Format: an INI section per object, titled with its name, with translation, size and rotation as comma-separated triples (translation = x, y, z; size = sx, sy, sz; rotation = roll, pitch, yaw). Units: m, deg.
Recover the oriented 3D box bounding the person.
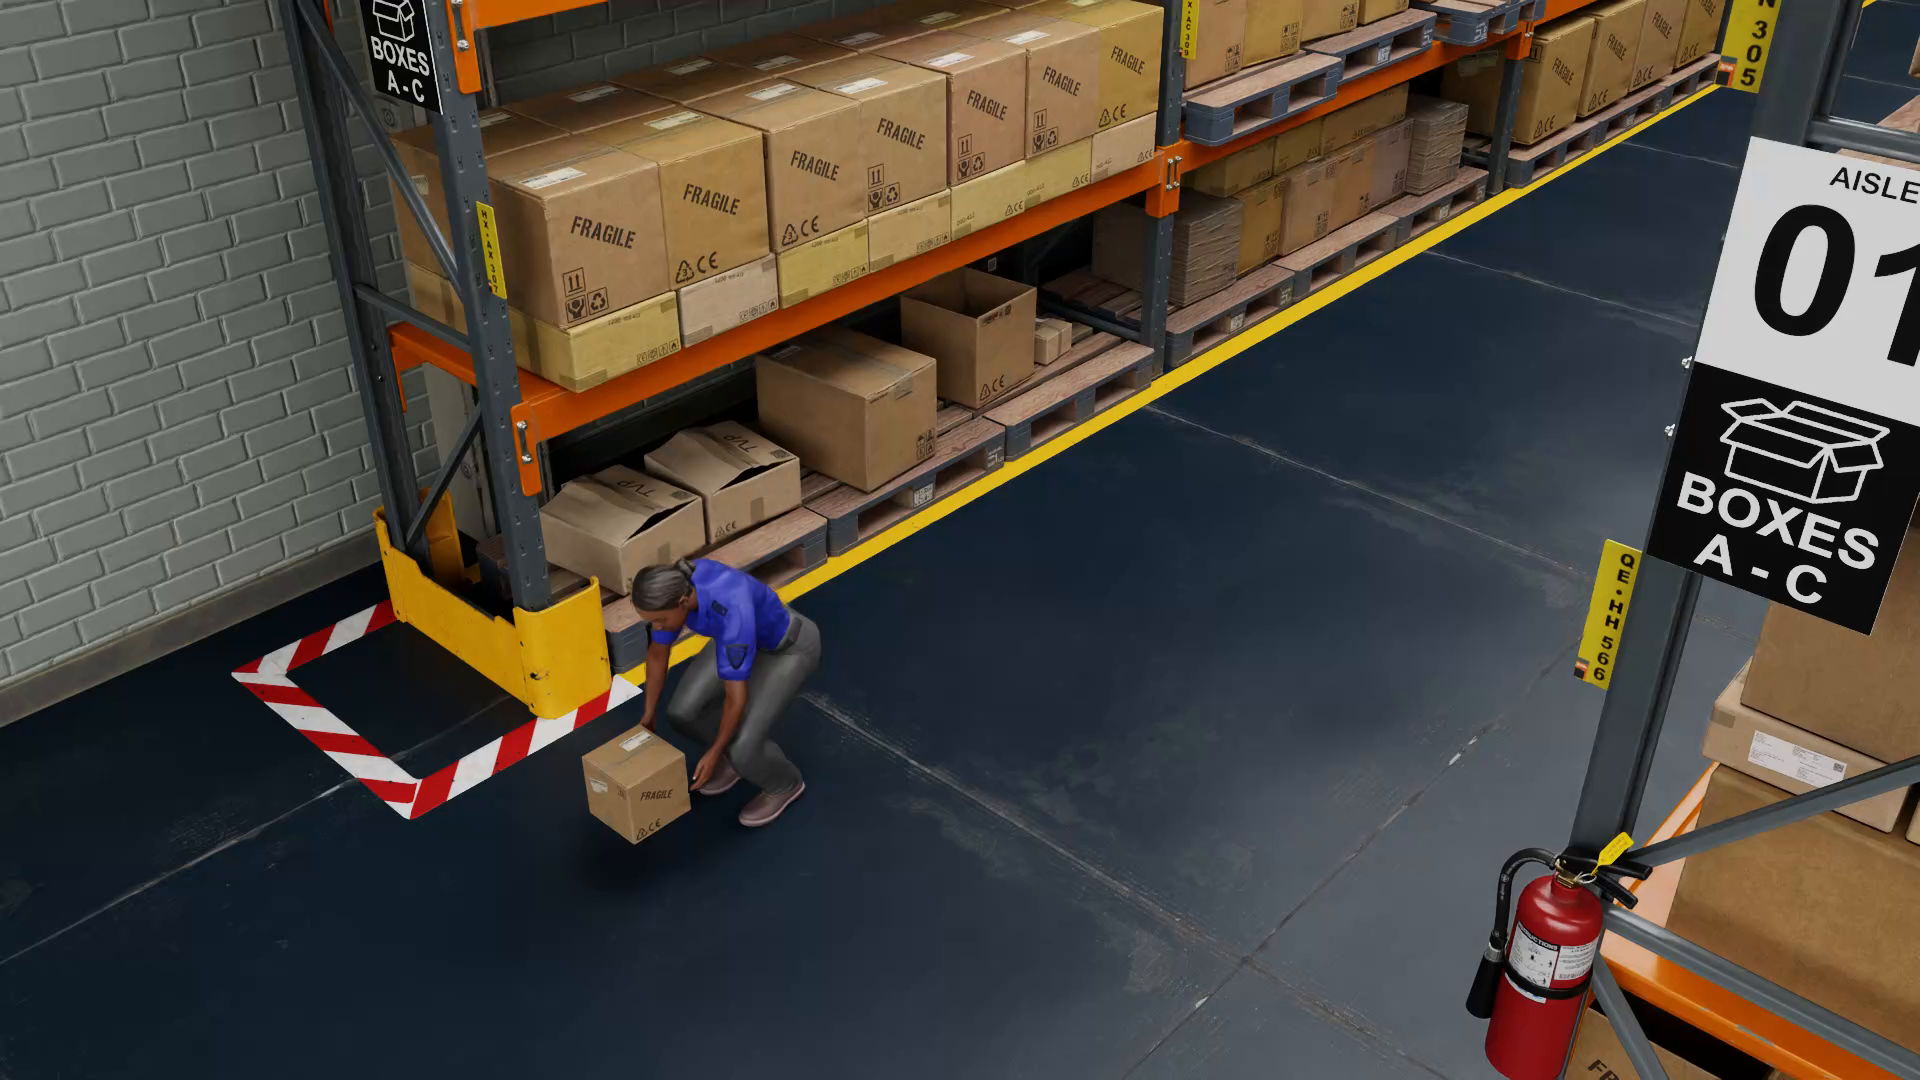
[person]
translation = -0.799, 0.480, 5.831
size = 0.500, 1.168, 0.726
rotation = 27, 41, 37
